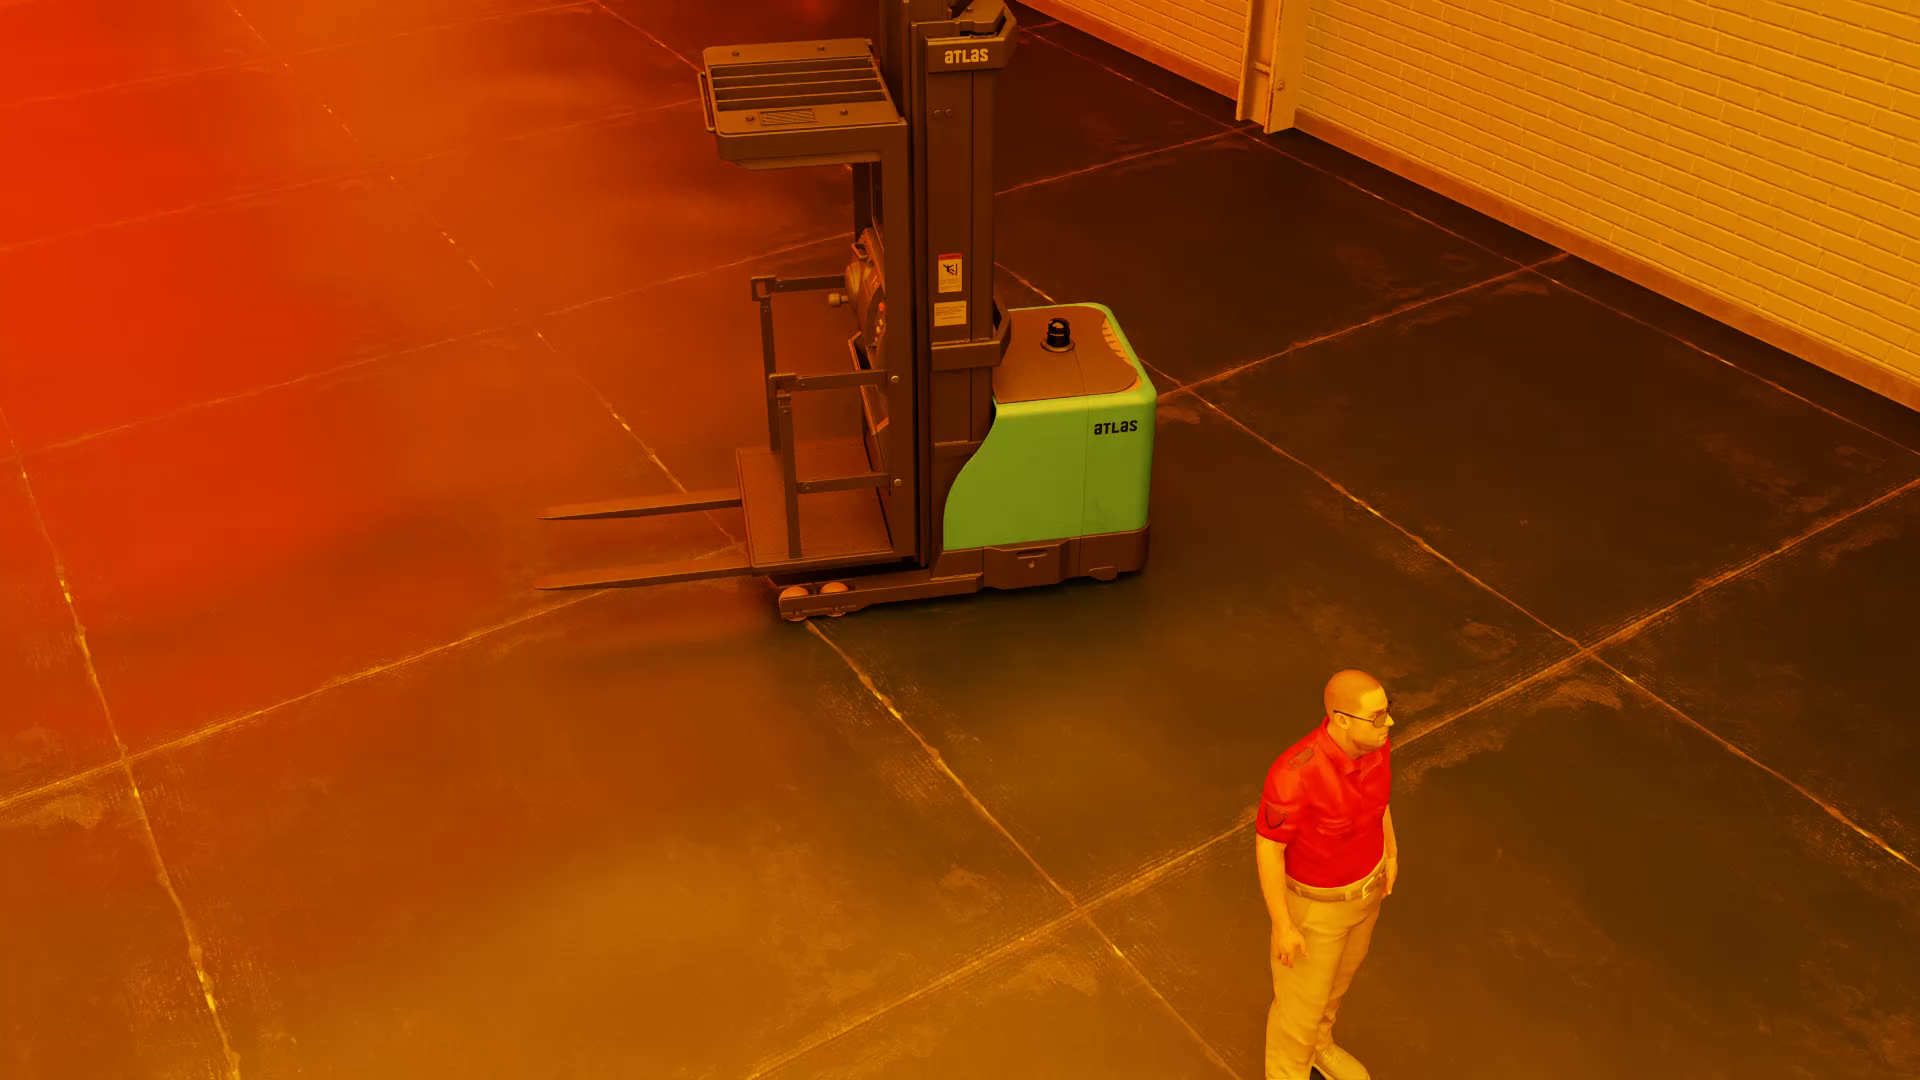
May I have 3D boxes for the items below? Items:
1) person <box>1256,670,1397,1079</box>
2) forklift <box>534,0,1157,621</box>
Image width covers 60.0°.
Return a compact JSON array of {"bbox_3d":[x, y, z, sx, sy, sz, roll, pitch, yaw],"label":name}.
[{"bbox_3d":[1.278,1.206,5.465,0.640,1.727,0.551,-27,43,-33],"label":"person"},{"bbox_3d":[-0.618,-1.133,7.761,3.031,2.935,1.130,-6,36,-9],"label":"forklift"}]
